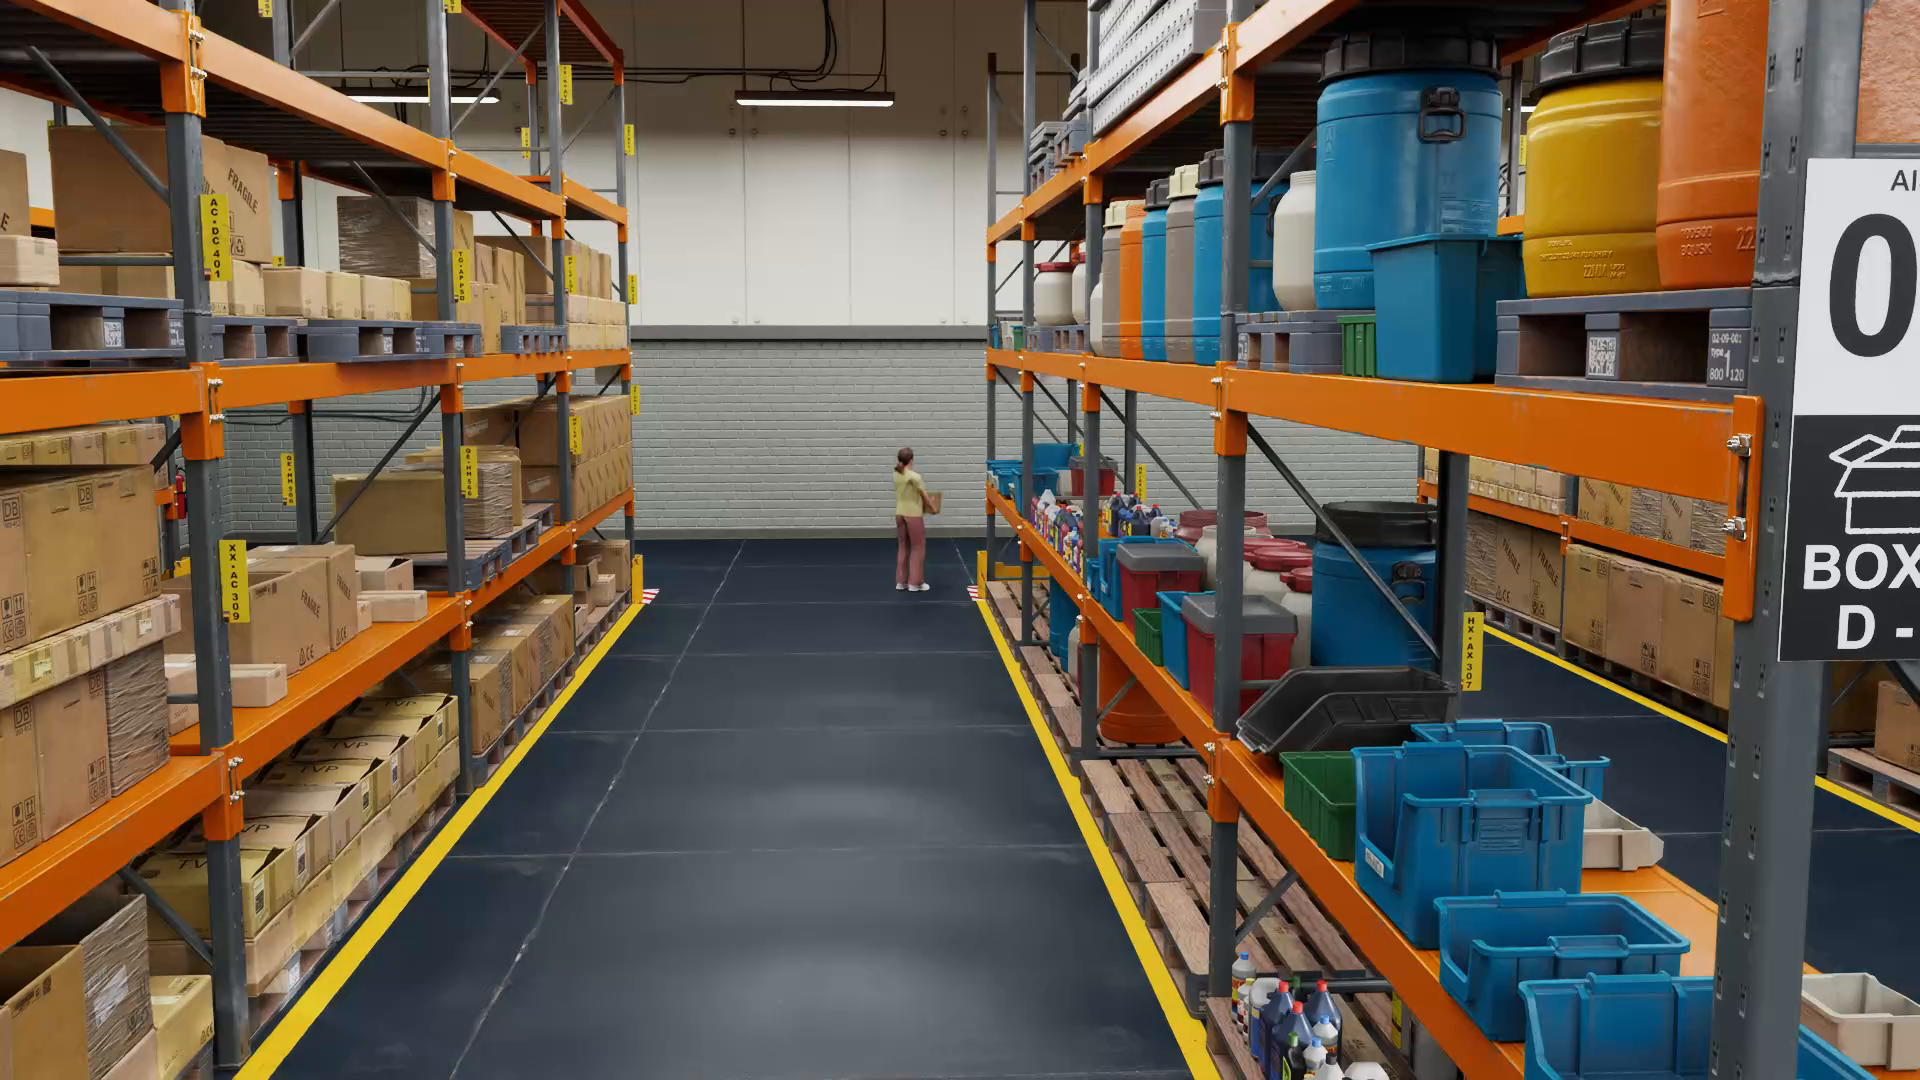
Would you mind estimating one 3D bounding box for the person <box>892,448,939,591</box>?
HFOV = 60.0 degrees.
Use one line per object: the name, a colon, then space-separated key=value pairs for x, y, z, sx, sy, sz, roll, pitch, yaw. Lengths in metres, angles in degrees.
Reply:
person: x=-0.535 y=-0.249 z=19.355 sx=0.424 sy=1.667 sz=0.551 roll=6 pitch=9 yaw=42
